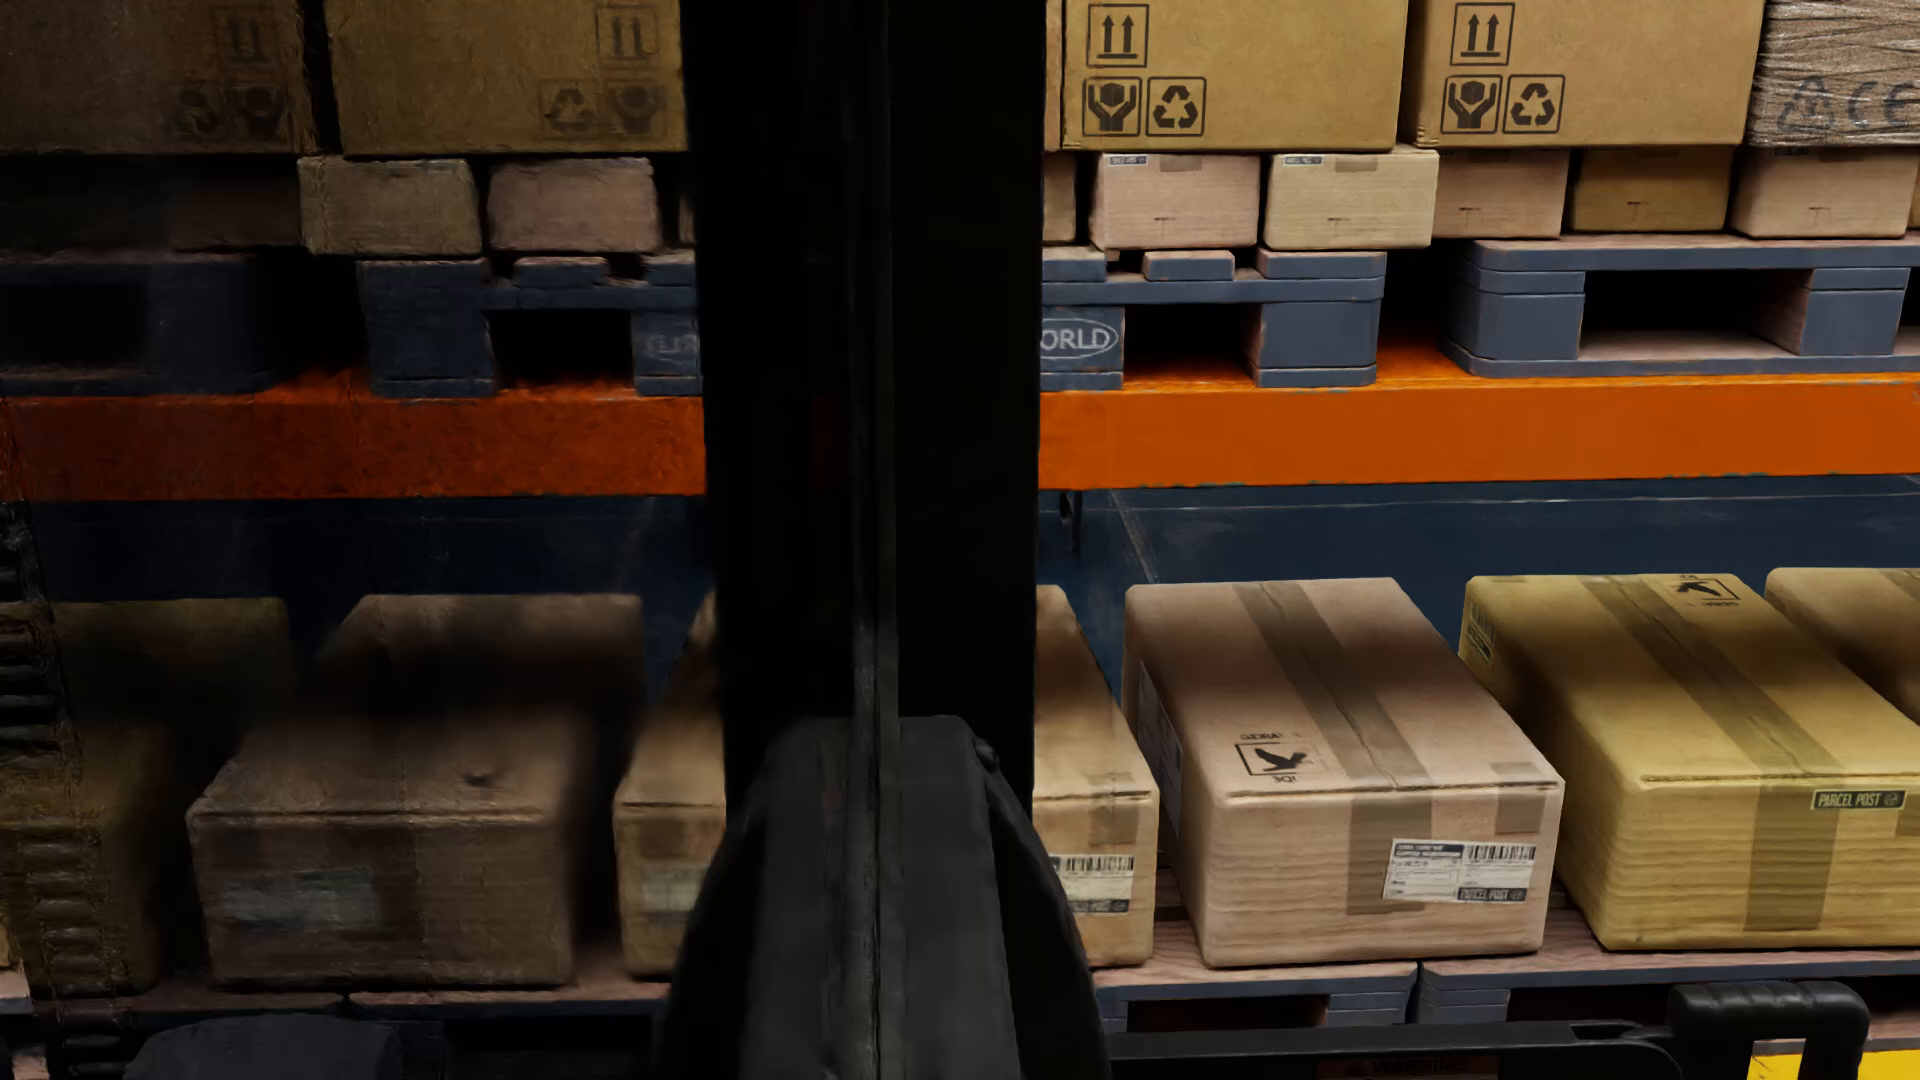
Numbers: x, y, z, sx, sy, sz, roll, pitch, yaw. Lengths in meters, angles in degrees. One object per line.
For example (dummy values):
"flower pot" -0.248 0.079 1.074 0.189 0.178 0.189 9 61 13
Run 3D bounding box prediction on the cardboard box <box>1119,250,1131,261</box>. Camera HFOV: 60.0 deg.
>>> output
"cardboard box" 1.076 -1.465 8.000 0.625 0.625 0.875 -2 21 -5

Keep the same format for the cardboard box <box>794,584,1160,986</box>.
"cardboard box" -0.020 0.446 3.336 0.625 0.372 0.950 -3 21 -7

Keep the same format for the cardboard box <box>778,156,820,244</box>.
"cardboard box" -0.249 -0.597 2.736 0.250 0.149 0.380 -2 21 -6

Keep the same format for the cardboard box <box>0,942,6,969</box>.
"cardboard box" -2.169 0.220 3.223 0.875 0.875 0.875 -1 21 -2

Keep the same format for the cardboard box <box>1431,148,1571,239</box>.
"cardboard box" 0.823 -0.611 2.773 0.250 0.149 0.380 0 21 0

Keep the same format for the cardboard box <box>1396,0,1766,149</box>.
"cardboard box" 0.928 -0.913 2.654 0.500 0.500 0.500 -1 21 -2

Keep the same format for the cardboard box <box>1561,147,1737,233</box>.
"cardboard box" 1.103 -0.631 2.824 0.250 0.149 0.380 0 21 -1

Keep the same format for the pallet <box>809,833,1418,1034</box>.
"pallet" 0.196 0.710 3.459 1.213 0.211 1.003 -1 21 -3

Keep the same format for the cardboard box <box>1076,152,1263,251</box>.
"cardboard box" 0.311 -0.580 2.692 0.250 0.149 0.380 -3 21 -7

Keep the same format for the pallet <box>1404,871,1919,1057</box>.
"pallet" 1.411 0.686 3.521 1.213 0.211 1.003 -1 21 -3

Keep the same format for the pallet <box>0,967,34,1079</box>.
"pallet" -1.376 0.715 3.447 1.213 0.211 1.003 -1 21 -3

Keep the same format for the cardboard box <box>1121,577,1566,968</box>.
"cardboard box" 0.717 0.428 3.383 0.625 0.372 0.950 -2 21 -4

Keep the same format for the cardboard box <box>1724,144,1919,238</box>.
"cardboard box" 1.367 -0.613 2.777 0.250 0.149 0.380 -1 21 -1

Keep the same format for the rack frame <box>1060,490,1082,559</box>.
"rack frame" 0.372 -0.708 5.374 0.023 1.500 0.400 -1 21 -3

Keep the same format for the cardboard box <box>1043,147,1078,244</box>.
"cardboard box" 0.035 -0.591 2.720 0.250 0.149 0.380 -2 21 -6

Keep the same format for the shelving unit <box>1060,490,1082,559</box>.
"shelving unit" 0.007 -0.701 5.354 0.755 1.500 0.431 -1 21 -3

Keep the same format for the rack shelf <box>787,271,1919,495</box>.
"rack shelf" 1.412 -0.282 3.157 4.000 0.370 1.077 -1 21 -3

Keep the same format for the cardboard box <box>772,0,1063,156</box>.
"cardboard box" -0.122 -0.887 2.585 0.500 0.500 0.500 -2 21 -5

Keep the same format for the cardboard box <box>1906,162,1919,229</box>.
"cardboard box" 1.623 -0.645 2.862 0.250 0.149 0.380 -2 21 -5

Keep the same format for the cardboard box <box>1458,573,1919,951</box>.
"cardboard box" 1.474 0.415 3.418 0.625 0.372 0.950 0 21 -1

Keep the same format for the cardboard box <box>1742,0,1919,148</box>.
"cardboard box" 1.428 -0.920 2.673 0.500 0.500 0.500 -2 21 -5

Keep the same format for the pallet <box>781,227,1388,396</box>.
"pallet" 0.121 -0.540 3.094 1.003 0.211 1.213 -1 21 -3

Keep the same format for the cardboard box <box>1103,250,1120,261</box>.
"cardboard box" 0.404 -1.451 7.964 0.625 0.625 0.875 0 21 -1

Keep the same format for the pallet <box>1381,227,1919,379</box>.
"pallet" 1.390 -0.543 3.100 1.213 0.211 1.003 -1 21 -3

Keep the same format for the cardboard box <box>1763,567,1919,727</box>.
"cardboard box" 2.168 0.400 3.457 0.625 0.372 0.950 0 21 0

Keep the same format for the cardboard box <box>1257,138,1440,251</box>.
"cardboard box" 0.587 -0.578 2.687 0.250 0.149 0.380 -1 21 -3

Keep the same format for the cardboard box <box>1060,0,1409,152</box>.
"cardboard box" 0.398 -0.900 2.620 0.500 0.500 0.500 0 21 0
